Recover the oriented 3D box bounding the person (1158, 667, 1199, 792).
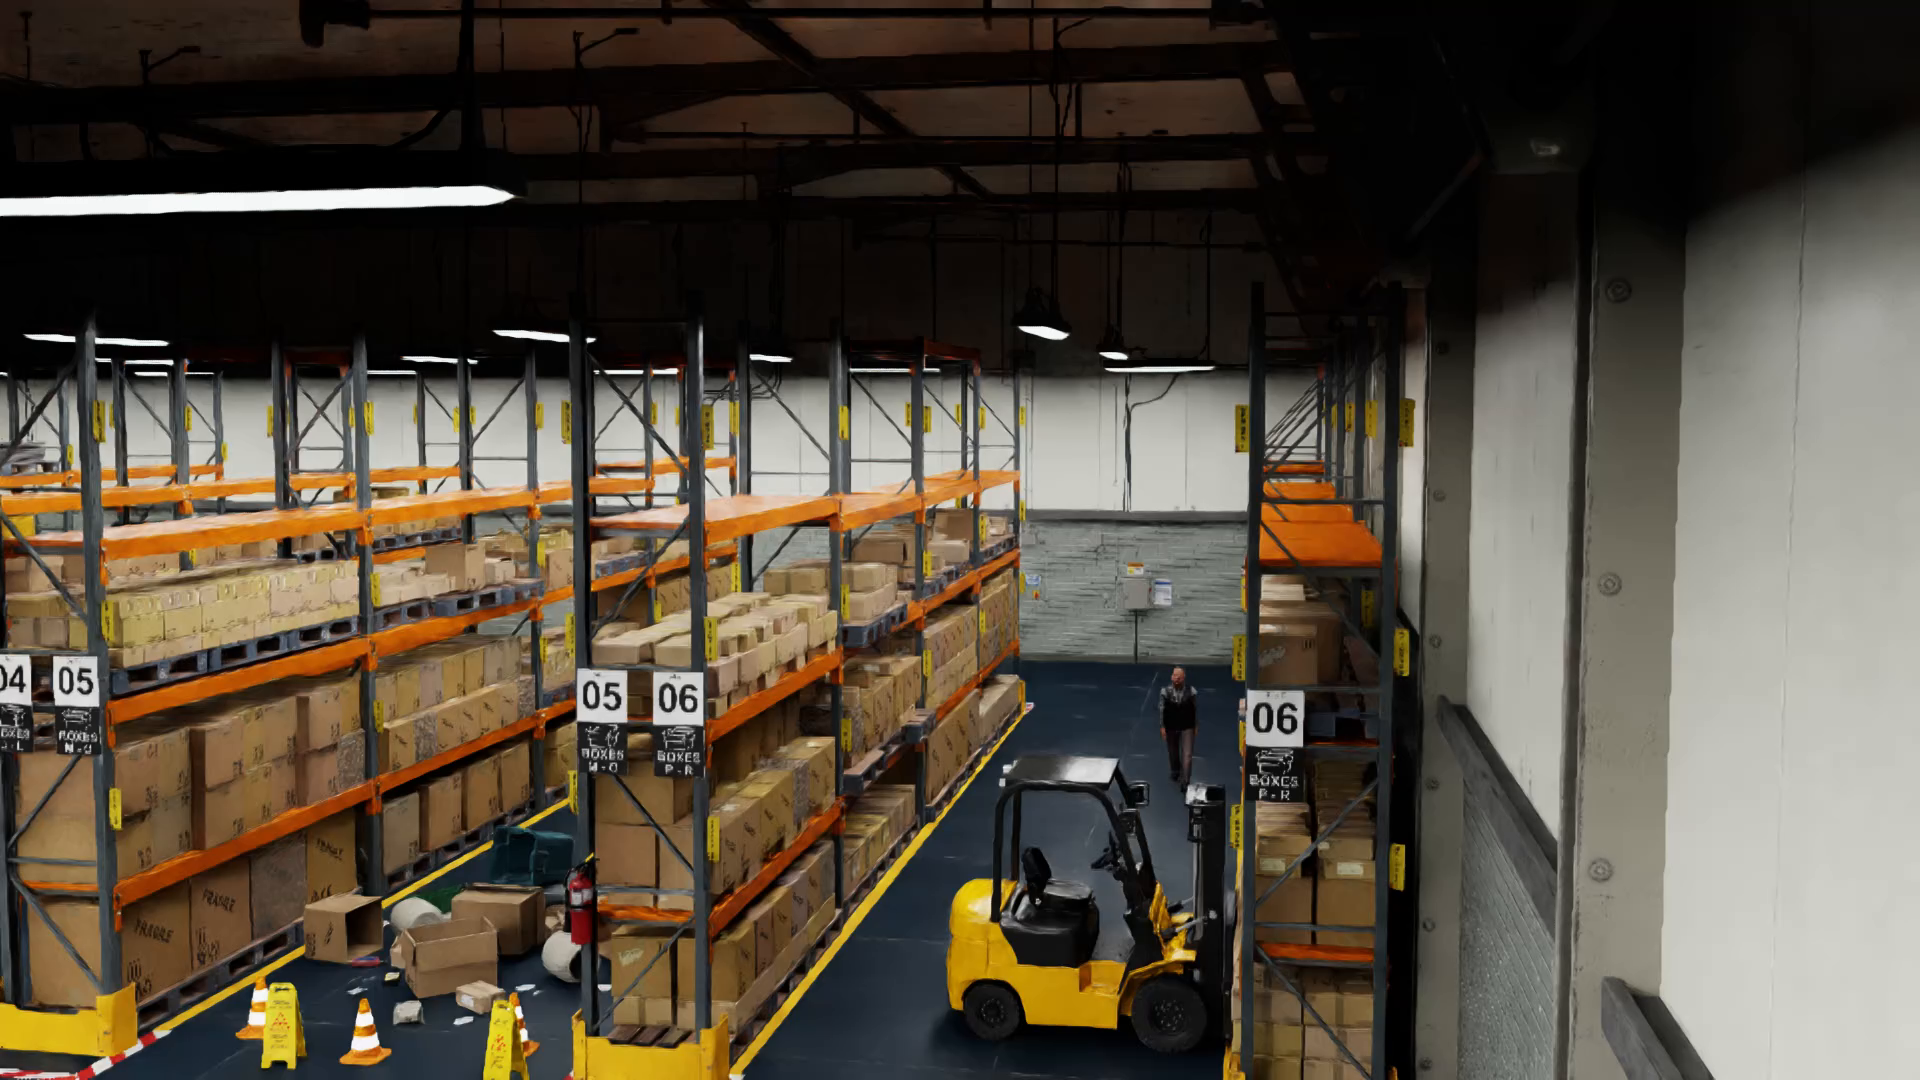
[{"bbox_3d":[2.940,2.525,22.474,0.543,1.648,1.115,1,5,13],"label":"person"}]
